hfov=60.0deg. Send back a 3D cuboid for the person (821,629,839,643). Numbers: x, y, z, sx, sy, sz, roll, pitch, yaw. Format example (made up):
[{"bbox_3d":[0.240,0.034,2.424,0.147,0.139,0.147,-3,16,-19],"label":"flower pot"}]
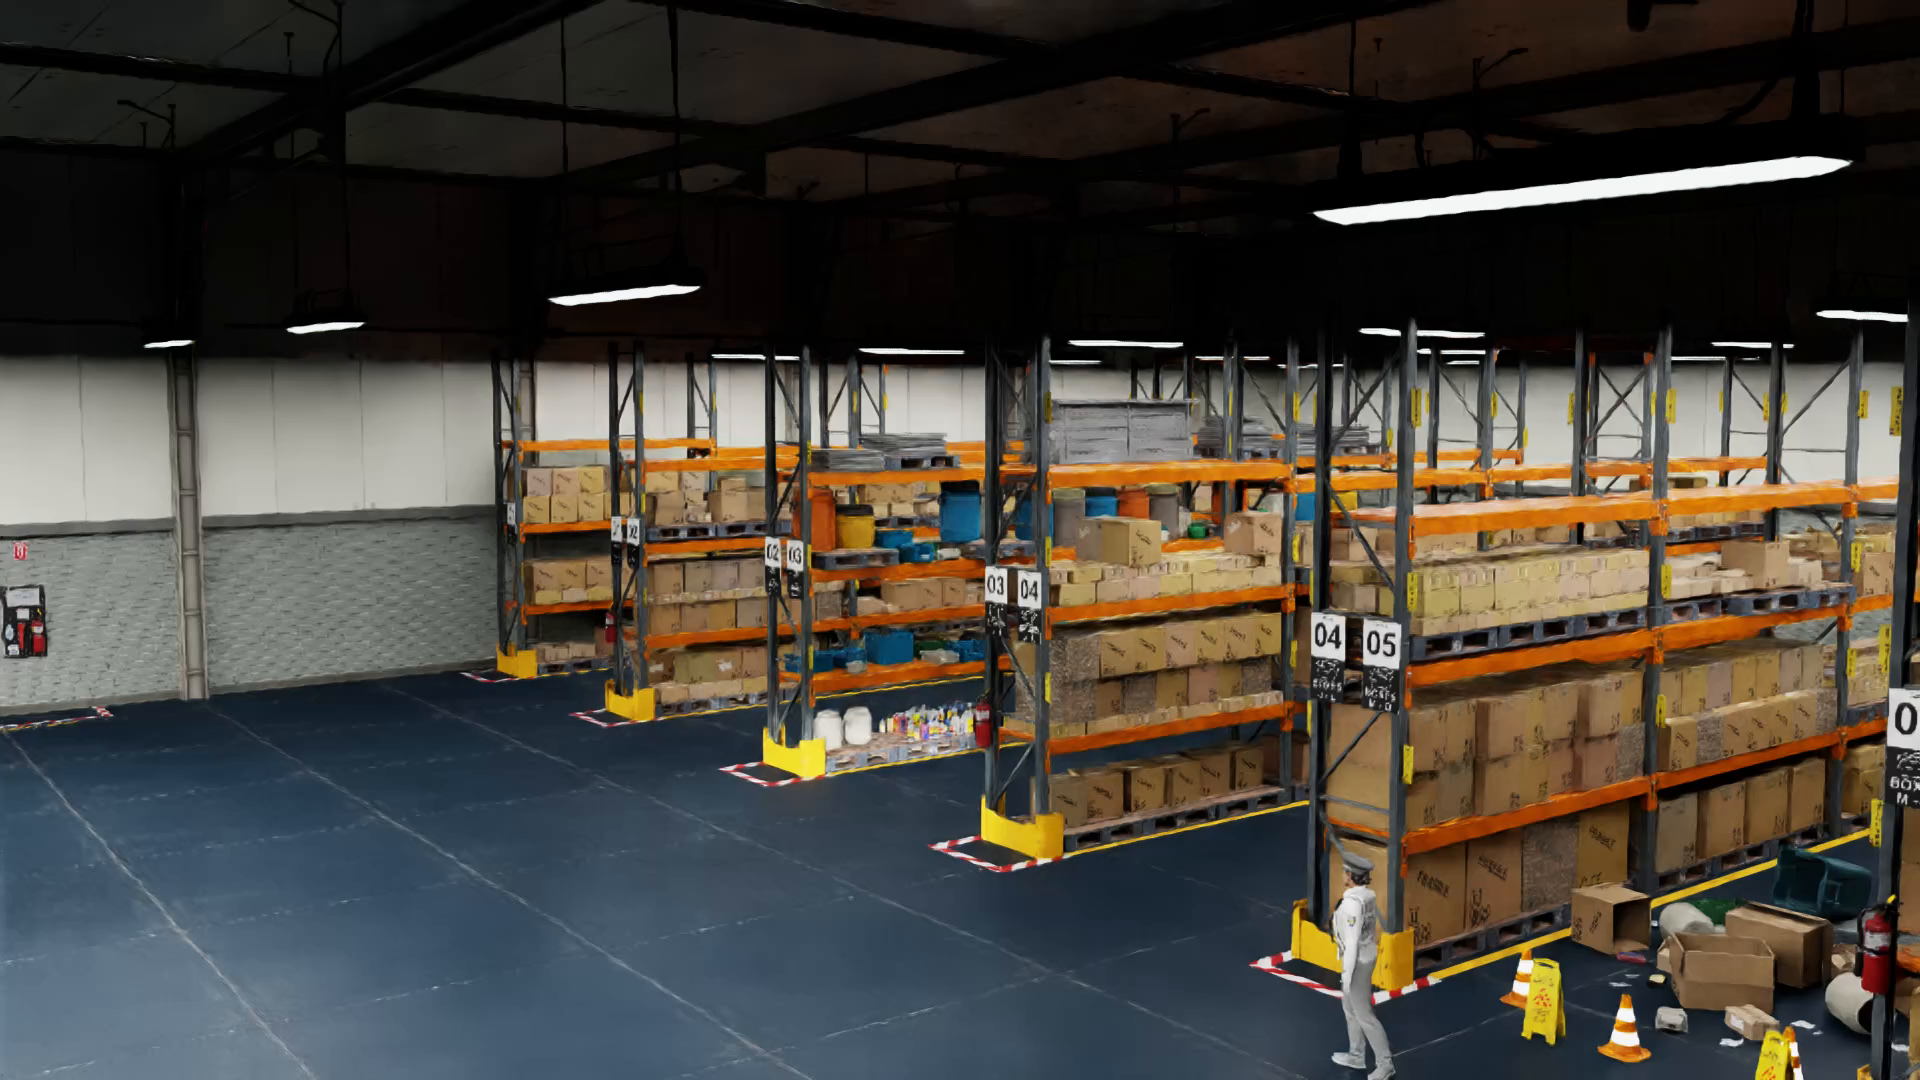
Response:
[{"bbox_3d":[-2.670,1.434,32.532,0.528,1.727,1.030,5,7,45],"label":"person"}]

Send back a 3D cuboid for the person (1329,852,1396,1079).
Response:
[{"bbox_3d":[3.087,3.233,12.662,0.521,1.665,0.568,3,6,26],"label":"person"}]
